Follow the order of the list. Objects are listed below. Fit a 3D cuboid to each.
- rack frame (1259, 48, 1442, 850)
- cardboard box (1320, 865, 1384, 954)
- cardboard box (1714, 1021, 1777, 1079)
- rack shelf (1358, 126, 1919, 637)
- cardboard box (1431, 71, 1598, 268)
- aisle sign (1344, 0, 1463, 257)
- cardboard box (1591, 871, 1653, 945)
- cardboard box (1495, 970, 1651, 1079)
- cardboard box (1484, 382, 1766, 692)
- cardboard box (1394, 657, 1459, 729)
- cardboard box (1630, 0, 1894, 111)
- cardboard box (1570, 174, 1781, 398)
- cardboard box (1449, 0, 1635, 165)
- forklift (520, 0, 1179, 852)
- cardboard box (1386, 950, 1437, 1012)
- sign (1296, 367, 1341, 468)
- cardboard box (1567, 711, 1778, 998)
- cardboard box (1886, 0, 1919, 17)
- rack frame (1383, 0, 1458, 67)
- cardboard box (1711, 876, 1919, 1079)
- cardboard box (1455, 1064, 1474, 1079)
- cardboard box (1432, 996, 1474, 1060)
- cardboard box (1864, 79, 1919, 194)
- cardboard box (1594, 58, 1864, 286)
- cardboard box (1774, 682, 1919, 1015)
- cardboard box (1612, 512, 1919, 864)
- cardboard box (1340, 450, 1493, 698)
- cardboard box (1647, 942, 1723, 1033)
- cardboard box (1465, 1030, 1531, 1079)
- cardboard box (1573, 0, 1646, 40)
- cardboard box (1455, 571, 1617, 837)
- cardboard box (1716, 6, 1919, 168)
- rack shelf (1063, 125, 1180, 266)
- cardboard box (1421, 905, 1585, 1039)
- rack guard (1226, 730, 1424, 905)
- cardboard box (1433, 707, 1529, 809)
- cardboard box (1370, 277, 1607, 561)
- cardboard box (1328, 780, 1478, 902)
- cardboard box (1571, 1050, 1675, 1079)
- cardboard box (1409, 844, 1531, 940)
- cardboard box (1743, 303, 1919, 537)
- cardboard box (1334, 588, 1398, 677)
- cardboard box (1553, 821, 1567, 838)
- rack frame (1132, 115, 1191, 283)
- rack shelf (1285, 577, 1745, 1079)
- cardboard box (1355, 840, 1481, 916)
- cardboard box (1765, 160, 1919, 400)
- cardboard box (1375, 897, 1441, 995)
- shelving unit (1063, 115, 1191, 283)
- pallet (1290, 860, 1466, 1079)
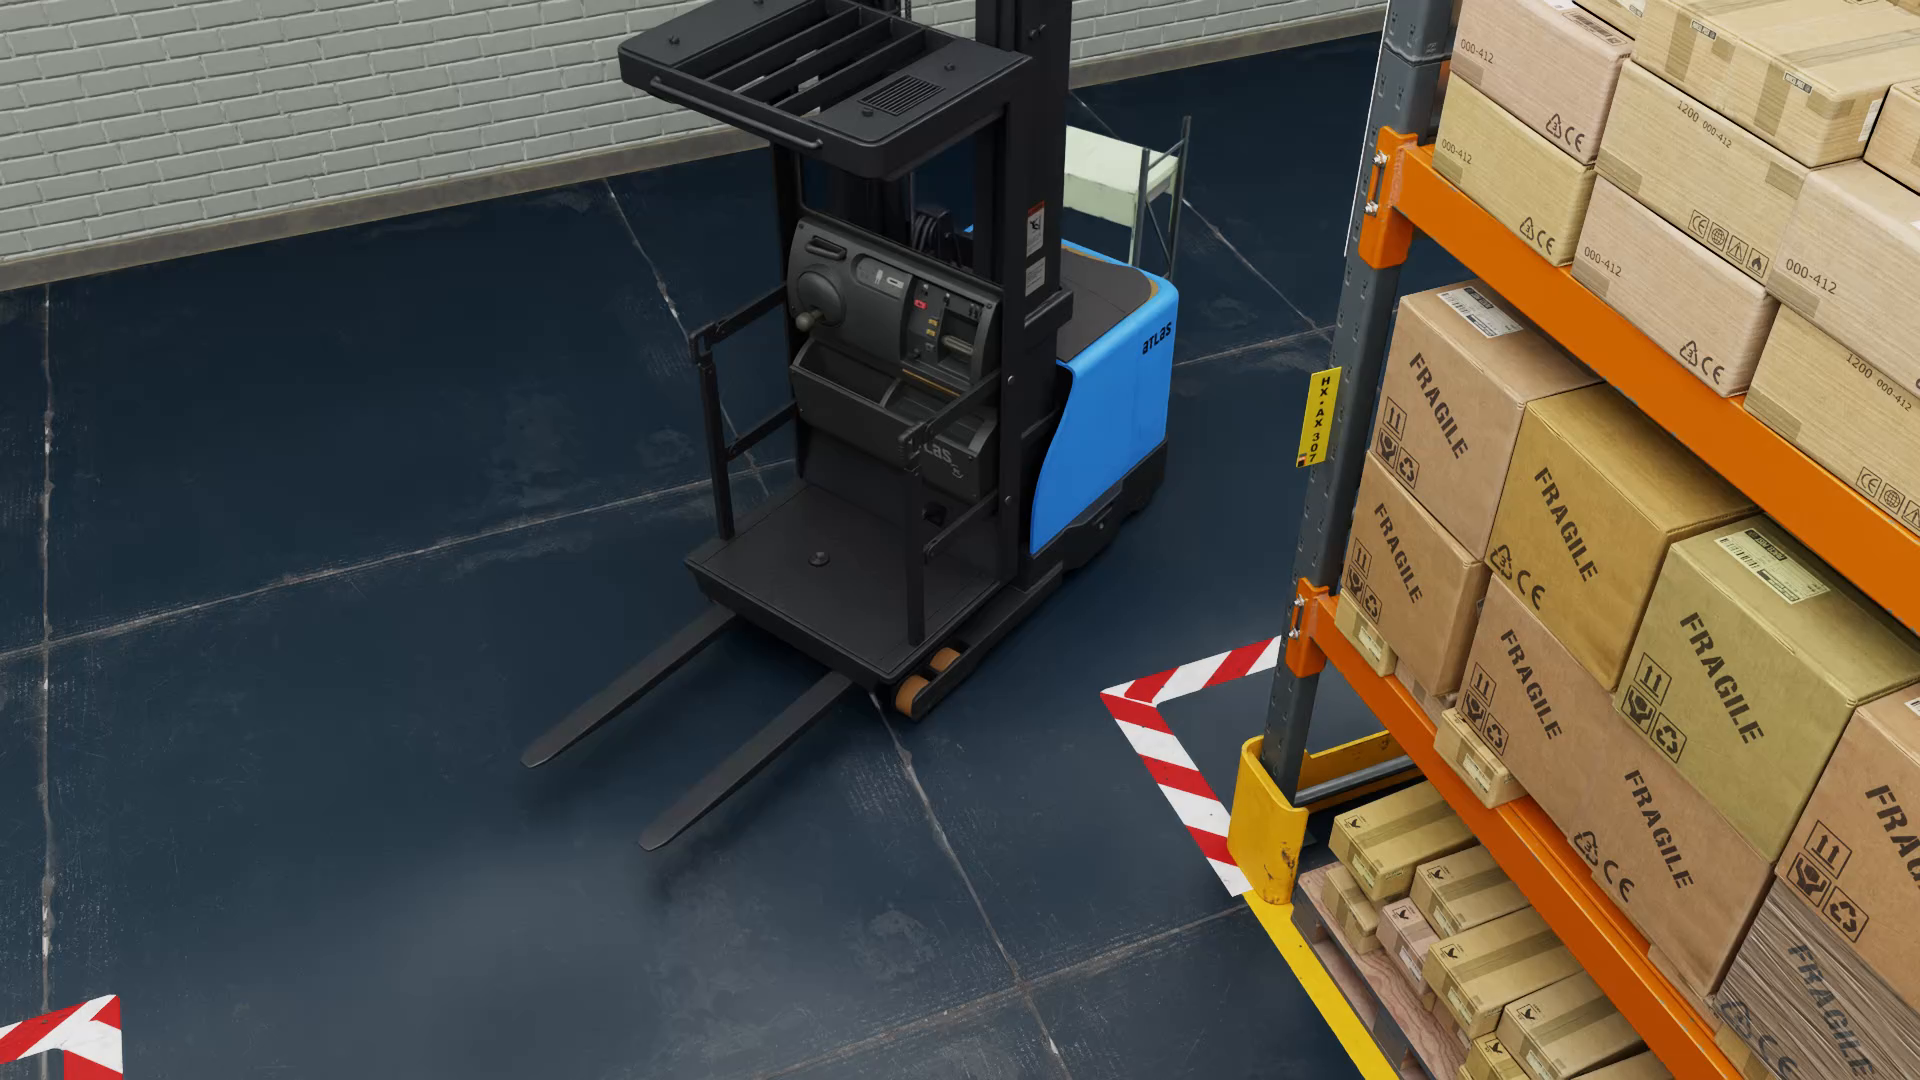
[{"bbox_3d":[1.514,-0.150,5.124,1.000,3.000,0.127,-15,43,-17],"label":"rack frame"},{"bbox_3d":[1.419,1.167,5.457,0.380,0.149,0.250,-14,43,-16],"label":"cardboard box"},{"bbox_3d":[1.979,1.149,3.806,0.380,0.149,0.250,-14,43,-15],"label":"cardboard box"},{"bbox_3d":[2.279,0.190,2.980,1.077,0.370,4.000,-15,43,-17],"label":"rack shelf"},{"bbox_3d":[1.450,-0.897,3.807,0.500,0.250,0.500,-14,43,-15],"label":"cardboard box"},{"bbox_3d":[1.209,-1.105,4.241,0.394,0.787,0.004,-15,43,-17],"label":"aisle sign"},{"bbox_3d":[1.831,0.832,4.175,0.380,0.149,0.250,-16,43,-17],"label":"cardboard box"},{"bbox_3d":[1.767,1.395,4.736,0.380,0.149,0.250,-17,44,-19],"label":"cardboard box"},{"bbox_3d":[1.640,-0.041,3.926,0.500,0.500,0.500,-14,43,-16],"label":"cardboard box"},{"bbox_3d":[1.471,0.365,4.718,0.380,0.149,0.250,-14,43,-15],"label":"cardboard box"},{"bbox_3d":[1.545,-0.980,3.214,0.380,0.149,0.250,-15,43,-17],"label":"cardboard box"},{"bbox_3d":[1.647,-0.578,3.436,0.500,0.250,0.500,-14,43,-15],"label":"cardboard box"},{"bbox_3d":[1.446,-1.085,3.642,0.500,0.250,0.500,-14,43,-16],"label":"cardboard box"},{"bbox_3d":[-0.389,-0.789,5.920,1.130,2.935,3.031,27,48,28],"label":"forklift"},{"bbox_3d":[1.595,1.304,5.297,0.380,0.149,0.250,-15,43,-17],"label":"cardboard box"},{"bbox_3d":[1.013,-0.343,4.685,0.100,0.325,0.005,-15,43,-17],"label":"sign"},{"bbox_3d":[1.835,0.653,3.886,0.500,0.500,0.500,-15,43,-16],"label":"cardboard box"},{"bbox_3d":[2.016,-1.117,3.374,0.380,0.149,0.250,-16,43,-18],"label":"cardboard box"},{"bbox_3d":[1.514,-2.425,3.168,1.000,3.000,0.127,-15,43,-17],"label":"rack frame"},{"bbox_3d":[2.035,0.958,3.531,0.500,0.500,0.500,-16,43,-18],"label":"cardboard box"},{"bbox_3d":[1.693,1.633,4.915,0.380,0.149,0.250,-15,43,-16],"label":"cardboard box"},{"bbox_3d":[1.696,1.452,5.126,0.380,0.149,0.250,-15,43,-16],"label":"cardboard box"},{"bbox_3d":[1.834,-0.705,2.894,0.380,0.149,0.250,-14,43,-16],"label":"cardboard box"},{"bbox_3d":[1.643,-0.777,3.284,0.500,0.250,0.500,-16,43,-17],"label":"cardboard box"},{"bbox_3d":[2.016,0.584,3.199,0.500,0.500,0.500,-16,43,-18],"label":"cardboard box"},{"bbox_3d":[1.818,0.278,3.555,0.500,0.500,0.500,-16,43,-18],"label":"cardboard box"},{"bbox_3d":[1.431,0.038,4.600,0.500,0.500,0.500,-13,42,-15],"label":"cardboard box"},{"bbox_3d":[1.899,0.987,3.994,0.380,0.149,0.250,-16,43,-18],"label":"cardboard box"},{"bbox_3d":[1.703,1.524,4.813,0.380,0.149,0.250,-14,43,-16],"label":"cardboard box"},{"bbox_3d":[1.509,-1.162,3.426,0.380,0.149,0.250,-13,42,-15],"label":"cardboard box"},{"bbox_3d":[1.659,0.354,4.233,0.500,0.500,0.500,-15,43,-17],"label":"cardboard box"},{"bbox_3d":[1.637,-0.833,3.044,0.380,0.149,0.250,-15,43,-16],"label":"cardboard box"},{"bbox_3d":[0.546,-1.542,7.281,0.720,0.370,0.431,23,44,24],"label":"rack shelf"},{"bbox_3d":[1.595,1.266,4.886,0.380,0.149,0.250,-15,43,-17],"label":"cardboard box"},{"bbox_3d":[1.543,0.843,5.886,1.175,0.500,0.348,-15,43,-17],"label":"rack guard"},{"bbox_3d":[1.524,0.540,4.514,0.380,0.149,0.250,-16,43,-18],"label":"cardboard box"},{"bbox_3d":[1.441,-0.344,4.277,0.500,0.500,0.500,-15,43,-17],"label":"cardboard box"},{"bbox_3d":[1.401,0.946,5.257,0.380,0.149,0.250,-17,44,-19],"label":"cardboard box"},{"bbox_3d":[1.864,1.564,4.539,0.380,0.149,0.250,-14,43,-15],"label":"cardboard box"},{"bbox_3d":[1.617,1.082,5.099,0.380,0.149,0.250,-14,43,-16],"label":"cardboard box"},{"bbox_3d":[1.856,-0.271,3.079,0.500,0.250,0.500,-16,43,-18],"label":"cardboard box"},{"bbox_3d":[1.335,0.222,4.884,0.380,0.149,0.250,-15,43,-17],"label":"cardboard box"},{"bbox_3d":[1.750,0.662,4.372,0.380,0.149,0.250,-13,42,-15],"label":"cardboard box"},{"bbox_3d":[0.844,-1.107,7.375,0.023,1.500,0.400,23,44,24],"label":"rack frame"},{"bbox_3d":[2.279,1.327,3.958,1.077,0.370,4.000,-15,43,-17],"label":"rack shelf"},{"bbox_3d":[1.477,1.038,5.378,0.380,0.149,0.250,-13,42,-15],"label":"cardboard box"},{"bbox_3d":[1.825,-0.470,2.927,0.500,0.250,0.500,-15,43,-16],"label":"cardboard box"},{"bbox_3d":[1.530,1.217,5.170,0.380,0.149,0.250,-15,43,-17],"label":"cardboard box"},{"bbox_3d":[0.538,-1.238,7.526,0.755,1.500,0.431,23,44,24],"label":"shelving unit"},{"bbox_3d":[1.821,1.451,5.401,1.003,0.211,1.213,-15,43,-17],"label":"pallet"}]
